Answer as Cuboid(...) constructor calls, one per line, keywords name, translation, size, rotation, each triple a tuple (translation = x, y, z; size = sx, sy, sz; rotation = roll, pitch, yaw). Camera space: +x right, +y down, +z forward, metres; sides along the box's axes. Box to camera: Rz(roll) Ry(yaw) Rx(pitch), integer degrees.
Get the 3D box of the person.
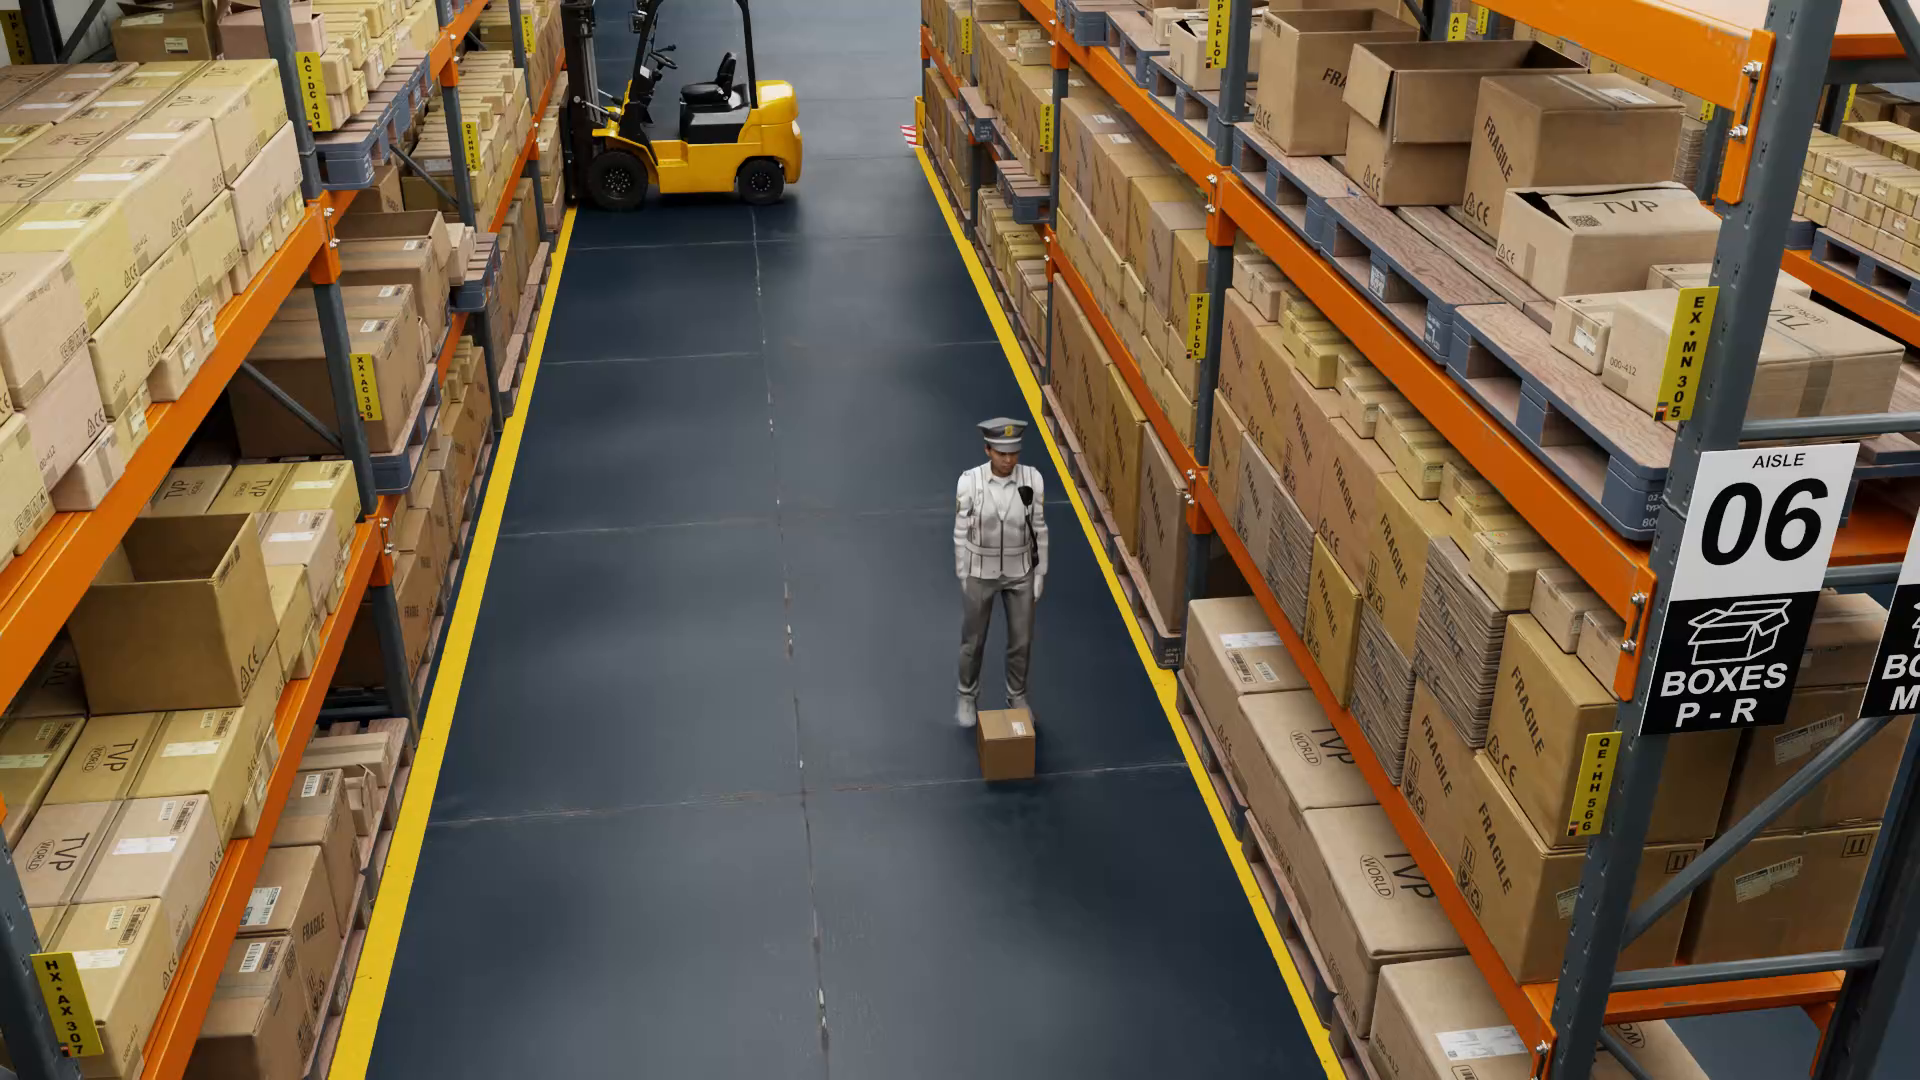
Cuboid(name="person", translation=(0.205, 0.176, 8.292), size=(0.470, 1.703, 0.322), rotation=(-3, 27, -6))
